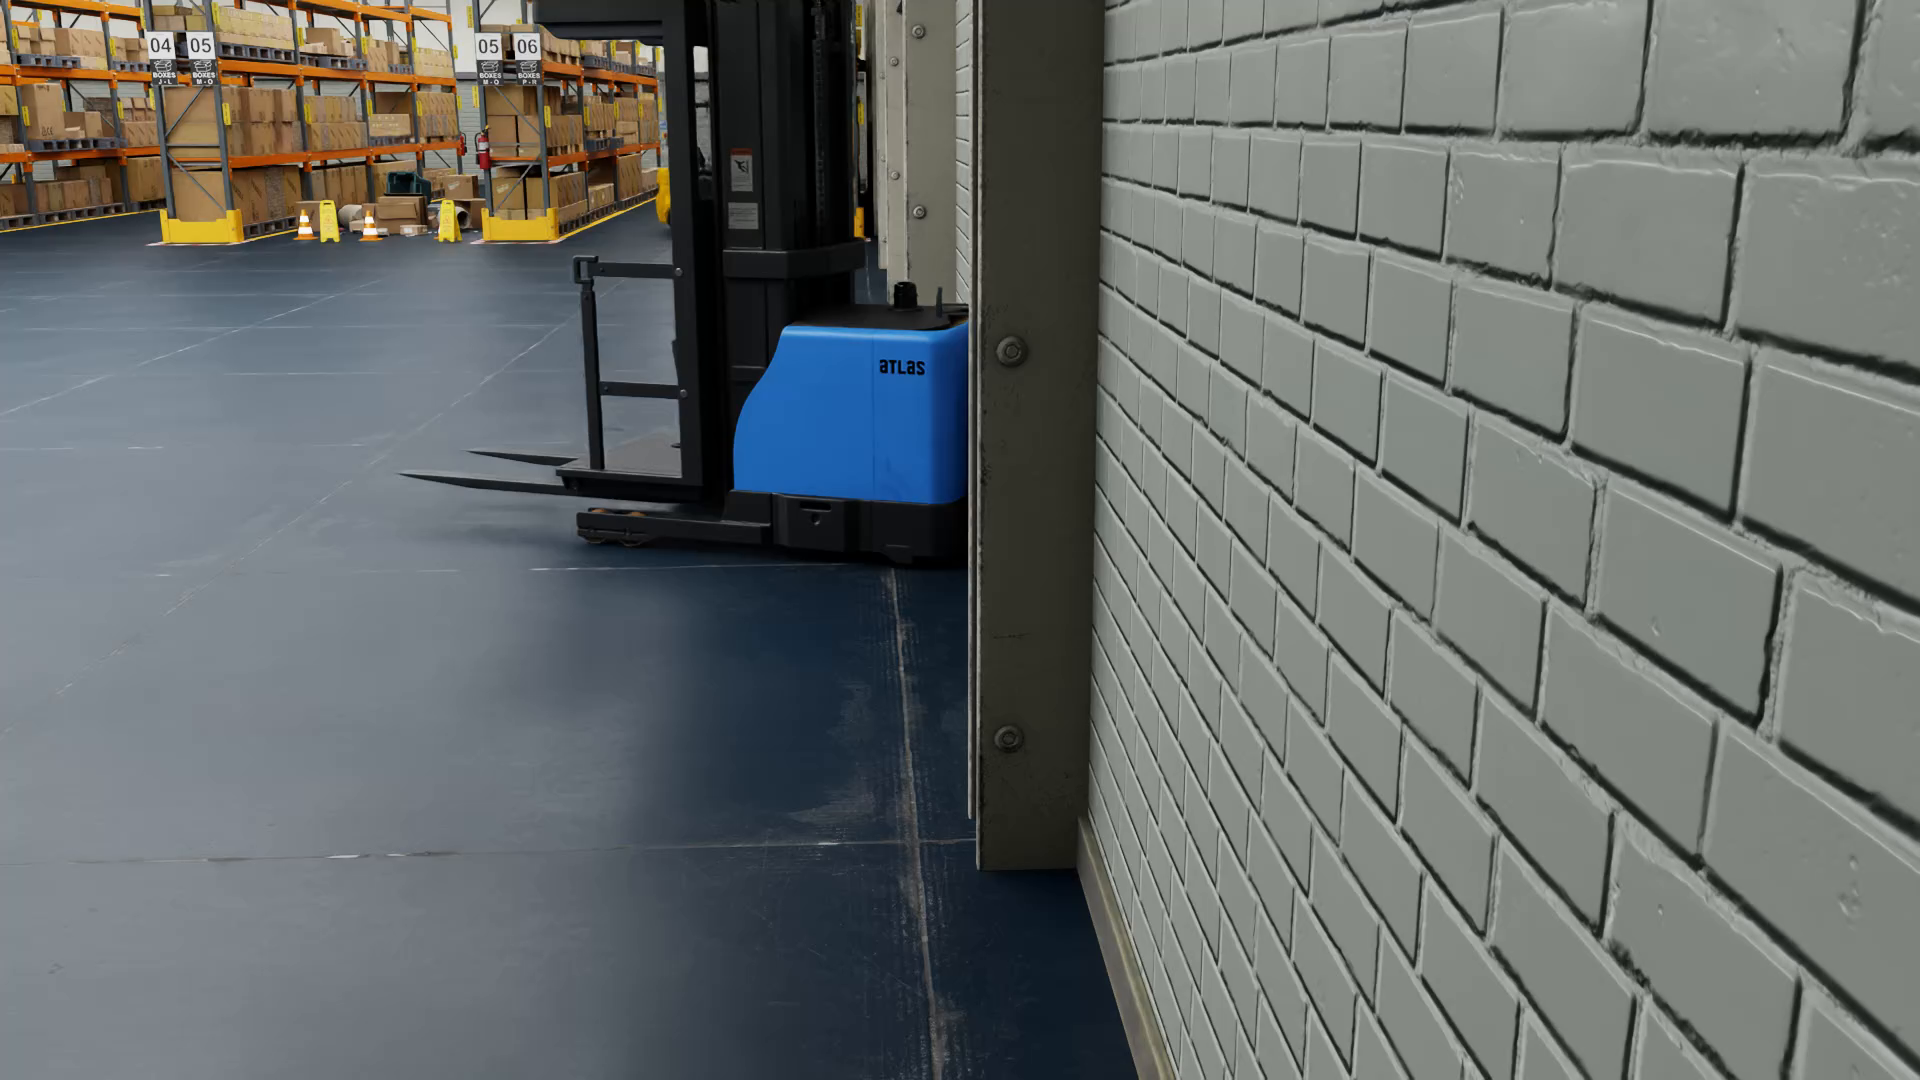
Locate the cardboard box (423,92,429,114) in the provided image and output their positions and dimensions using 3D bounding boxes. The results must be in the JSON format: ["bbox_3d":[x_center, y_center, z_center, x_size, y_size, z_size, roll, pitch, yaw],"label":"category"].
[{"bbox_3d":[-12.617,-10.113,38.507,0.500,0.500,0.500,-1,14,-5],"label":"cardboard box"}]

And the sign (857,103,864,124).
[{"bbox_3d":[-1.599,-6.851,26.736,0.100,0.325,0.005,-1,14,-3],"label":"sign"}]

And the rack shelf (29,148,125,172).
[{"bbox_3d":[-17.370,-7.299,31.820,1.077,0.370,4.000,-1,14,-3],"label":"rack shelf"}]

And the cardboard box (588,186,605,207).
[{"bbox_3d":[-7.483,-6.716,32.540,0.950,0.372,0.625,0,14,-2],"label":"cardboard box"}]

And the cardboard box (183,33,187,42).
[{"bbox_3d":[-12.415,-7.930,26.268,0.380,0.149,0.250,-1,14,-3],"label":"cardboard box"}]

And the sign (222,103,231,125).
[{"bbox_3d":[-11.487,-6.672,26.040,0.100,0.325,0.005,-1,14,-3],"label":"sign"}]

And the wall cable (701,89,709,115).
[{"bbox_3d":[-7.056,-12.207,47.410,0.588,1.984,0.122,-1,14,-3],"label":"wall cable"}]

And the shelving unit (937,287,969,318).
[{"bbox_3d":[0.020,-0.564,7.741,0.258,1.200,0.189,0,19,1],"label":"shelving unit"}]

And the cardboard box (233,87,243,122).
[{"bbox_3d":[-12.152,-7.031,26.864,0.875,0.550,0.550,-1,14,-3],"label":"cardboard box"}]

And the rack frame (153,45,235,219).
[{"bbox_3d":[-12.041,-6.207,26.131,1.000,3.000,0.127,-1,14,-3],"label":"rack frame"}]

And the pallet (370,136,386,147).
[{"bbox_3d":[-12.687,-8.279,34.570,1.213,0.211,1.003,-1,14,-3],"label":"pallet"}]

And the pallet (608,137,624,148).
[{"bbox_3d":[-7.452,-8.030,33.600,1.213,0.211,1.003,-1,14,-3],"label":"pallet"}]

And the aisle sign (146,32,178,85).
[{"bbox_3d":[-12.336,-7.444,25.720,0.394,0.787,0.004,-1,14,-3],"label":"aisle sign"}]

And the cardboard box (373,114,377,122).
[{"bbox_3d":[-12.402,-8.812,34.723,0.380,0.149,0.250,-1,14,-4],"label":"cardboard box"}]

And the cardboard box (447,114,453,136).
[{"bbox_3d":[-12.721,-10.143,40.630,0.500,0.500,0.500,-1,14,-4],"label":"cardboard box"}]

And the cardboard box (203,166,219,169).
[{"bbox_3d":[-17.702,-8.480,38.385,0.875,0.875,0.875,-1,14,-3],"label":"cardboard box"}]

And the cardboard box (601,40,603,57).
[{"bbox_3d":[-7.854,-10.246,34.765,0.700,0.500,0.500,-2,15,-6],"label":"cardboard box"}]

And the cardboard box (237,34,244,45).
[{"bbox_3d":[-11.790,-8.069,26.807,0.380,0.149,0.250,-1,14,-3],"label":"cardboard box"}]

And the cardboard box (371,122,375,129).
[{"bbox_3d":[-12.385,-8.613,34.547,0.380,0.149,0.250,0,14,-1],"label":"cardboard box"}]

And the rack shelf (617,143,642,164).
[{"bbox_3d":[-7.727,-8.447,36.281,1.077,0.370,4.000,-1,14,-3],"label":"rack shelf"}]

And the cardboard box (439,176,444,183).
[{"bbox_3d":[-12.594,-8.636,39.854,0.380,0.149,0.250,-1,14,-3],"label":"cardboard box"}]

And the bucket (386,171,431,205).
[{"bbox_3d":[-9.980,-6.354,30.222,0.726,0.611,0.620,4,5,16],"label":"bucket"}]

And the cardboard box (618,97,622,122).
[{"bbox_3d":[-7.430,-9.080,35.091,0.500,0.500,0.500,-1,14,-3],"label":"cardboard box"}]

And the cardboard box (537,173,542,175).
[{"bbox_3d":[-7.512,-6.125,28.984,0.500,0.500,0.500,0,14,-1],"label":"cardboard box"}]

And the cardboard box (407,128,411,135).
[{"bbox_3d":[-12.563,-9.177,37.337,0.380,0.149,0.250,-1,14,-5],"label":"cardboard box"}]

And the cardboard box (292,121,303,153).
[{"bbox_3d":[-12.254,-7.183,29.622,0.875,0.550,0.550,-1,14,-3],"label":"cardboard box"}]

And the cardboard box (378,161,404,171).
[{"bbox_3d":[-12.421,-8.107,36.183,0.500,0.250,0.500,-2,15,-6],"label":"cardboard box"}]

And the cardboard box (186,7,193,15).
[{"bbox_3d":[-12.431,-8.380,26.418,0.380,0.149,0.250,-1,14,-3],"label":"cardboard box"}]

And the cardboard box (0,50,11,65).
[{"bbox_3d":[-16.957,-8.421,29.017,0.500,0.250,0.500,0,14,-1],"label":"cardboard box"}]

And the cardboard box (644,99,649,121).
[{"bbox_3d":[-7.684,-10.201,39.447,0.500,0.500,0.500,-1,14,-2],"label":"cardboard box"}]

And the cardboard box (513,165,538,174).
[{"bbox_3d":[-7.587,-6.475,29.040,0.380,0.149,0.250,0,14,0],"label":"cardboard box"}]

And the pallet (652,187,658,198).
[{"bbox_3d":[-7.898,-8.437,40.394,1.003,0.211,1.213,-1,14,-3],"label":"pallet"}]

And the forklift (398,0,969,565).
[{"bbox_3d":[-1.316,-1.505,7.994,3.031,2.935,1.130,5,15,17],"label":"forklift"}]

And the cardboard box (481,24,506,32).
[{"bbox_3d":[-7.423,-8.105,26.393,0.380,0.149,0.250,-1,14,-3],"label":"cardboard box"}]

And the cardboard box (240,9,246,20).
[{"bbox_3d":[-11.806,-8.517,26.948,0.380,0.149,0.250,-1,14,-4],"label":"cardboard box"}]

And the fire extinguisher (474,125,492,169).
[{"bbox_3d":[-7.560,-6.235,26.397,0.296,0.674,0.183,-1,14,-3],"label":"fire extinguisher"}]

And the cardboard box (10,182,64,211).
[{"bbox_3d":[-17.273,-6.425,31.111,0.700,0.500,0.500,-1,14,-4],"label":"cardboard box"}]

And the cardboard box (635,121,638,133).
[{"bbox_3d":[-7.580,-9.357,37.669,0.500,0.250,0.500,-1,14,-3],"label":"cardboard box"}]

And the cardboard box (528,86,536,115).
[{"bbox_3d":[-7.380,-7.235,27.321,0.700,0.500,0.500,-1,14,-3],"label":"cardboard box"}]

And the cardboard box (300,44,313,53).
[{"bbox_3d":[-12.106,-9.046,30.607,0.250,0.149,0.380,-1,14,-3],"label":"cardboard box"}]

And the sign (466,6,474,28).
[{"bbox_3d":[-7.662,-8.186,26.027,0.100,0.325,0.005,-1,14,-3],"label":"sign"}]

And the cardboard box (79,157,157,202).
[{"bbox_3d":[-17.516,-7.491,34.544,1.225,0.875,0.875,-2,15,-6],"label":"cardboard box"}]

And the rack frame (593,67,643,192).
[{"bbox_3d":[-7.850,-9.293,38.124,1.000,3.000,0.127,-1,14,-3],"label":"rack frame"}]

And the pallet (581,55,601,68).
[{"bbox_3d":[-7.287,-8.820,30.644,1.213,0.211,1.003,-1,14,-3],"label":"pallet"}]

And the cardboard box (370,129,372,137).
[{"bbox_3d":[-12.363,-8.393,34.287,0.380,0.149,0.250,-1,14,-4],"label":"cardboard box"}]

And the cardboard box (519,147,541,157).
[{"bbox_3d":[-6.921,-6.275,26.897,0.380,0.149,0.250,-1,14,-3],"label":"cardboard box"}]

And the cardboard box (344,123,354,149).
[{"bbox_3d":[-12.181,-7.889,32.466,0.500,0.500,0.500,-1,14,-4],"label":"cardboard box"}]

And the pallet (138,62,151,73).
[{"bbox_3d":[-17.659,-9.944,35.013,1.003,0.211,1.213,0,14,-1],"label":"pallet"}]

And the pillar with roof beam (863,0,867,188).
[{"bbox_3d":[-6.709,-13.889,43.947,9.100,9.000,0.400,-1,14,-3],"label":"pillar with roof beam"}]

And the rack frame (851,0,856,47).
[{"bbox_3d":[-2.153,-9.291,26.079,1.000,3.000,0.127,-1,14,-3],"label":"rack frame"}]

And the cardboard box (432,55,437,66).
[{"bbox_3d":[-12.668,-11.317,39.271,0.500,0.250,0.500,-2,15,-6],"label":"cardboard box"}]

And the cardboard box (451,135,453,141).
[{"bbox_3d":[-12.752,-9.925,41.087,0.380,0.149,0.250,-1,14,-4],"label":"cardboard box"}]

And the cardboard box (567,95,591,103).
[{"bbox_3d":[-7.031,-8.136,30.685,0.380,0.149,0.250,-1,14,-4],"label":"cardboard box"}]

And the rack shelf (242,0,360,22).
[{"bbox_3d":[-12.413,-10.062,31.322,1.077,0.370,4.000,-1,14,-3],"label":"rack shelf"}]

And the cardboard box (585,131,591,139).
[{"bbox_3d":[-7.074,-7.527,30.924,0.380,0.149,0.250,-1,14,-3],"label":"cardboard box"}]
